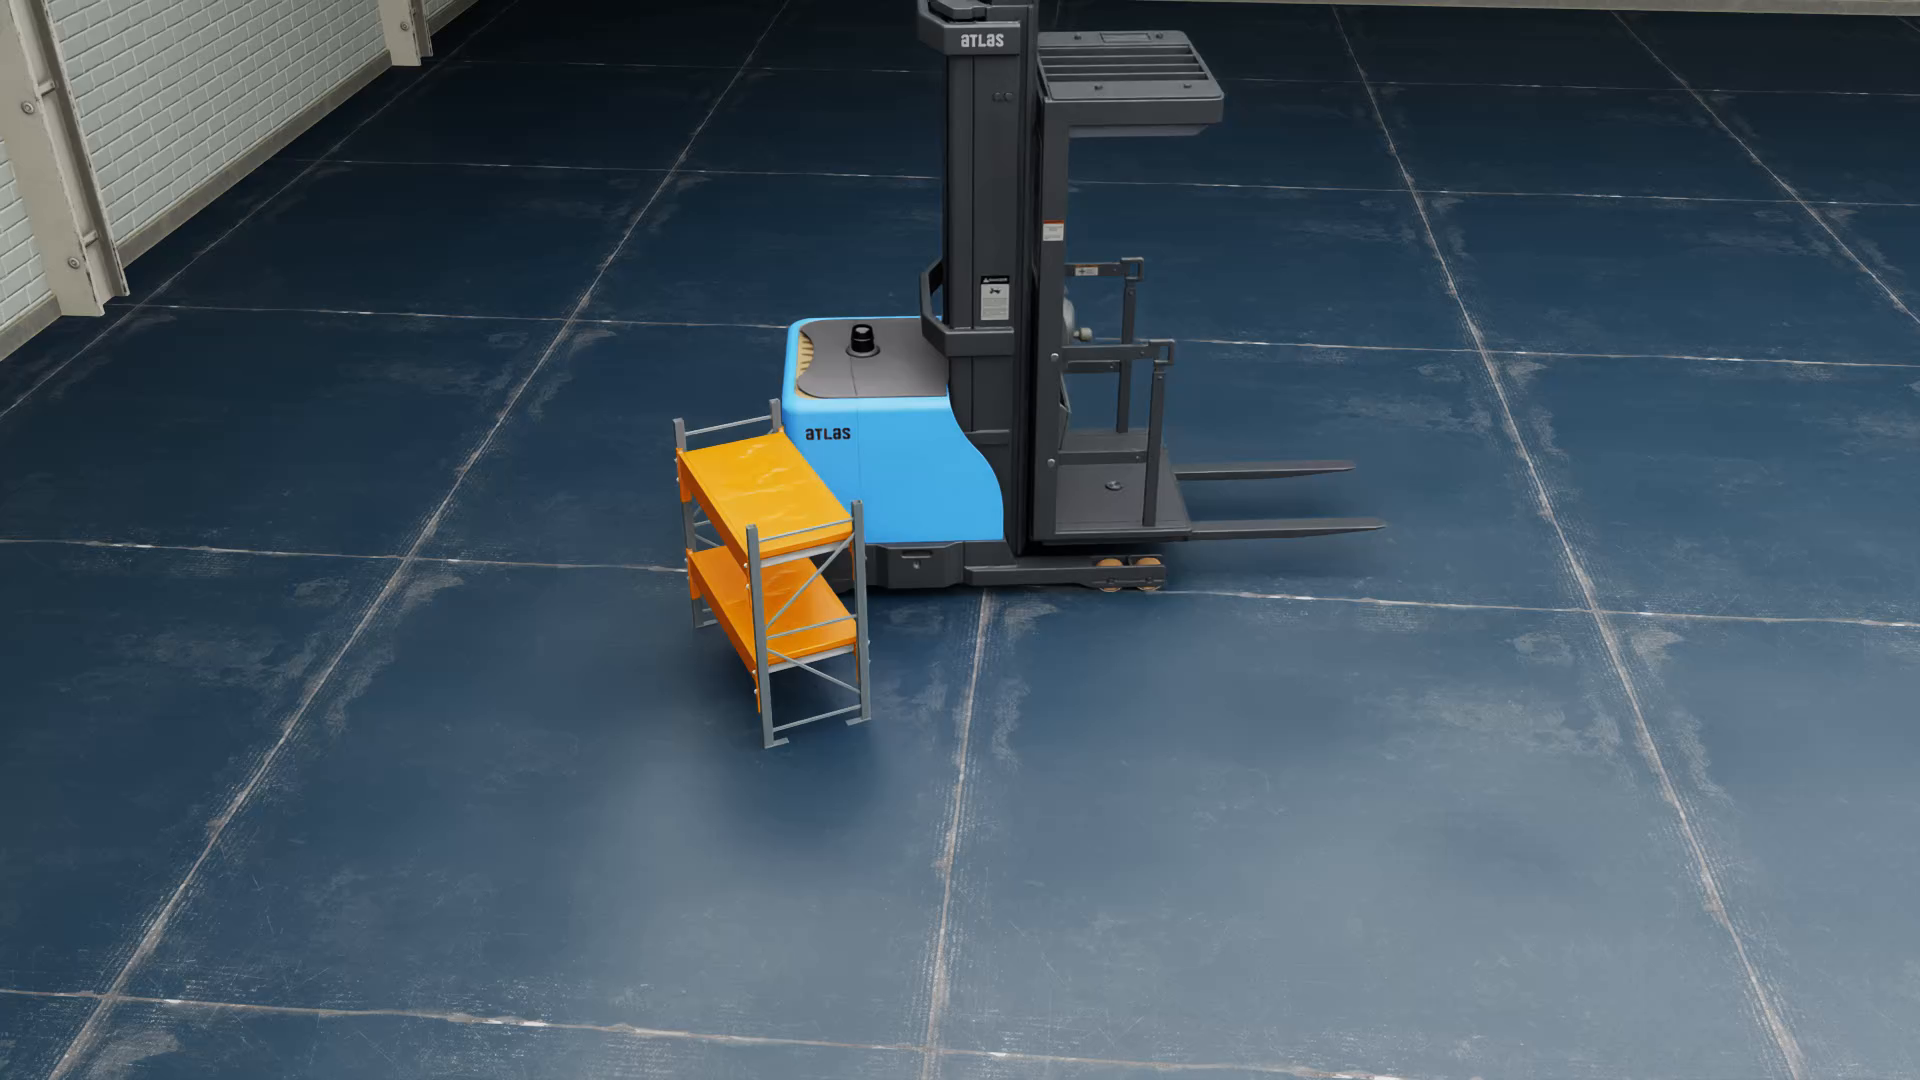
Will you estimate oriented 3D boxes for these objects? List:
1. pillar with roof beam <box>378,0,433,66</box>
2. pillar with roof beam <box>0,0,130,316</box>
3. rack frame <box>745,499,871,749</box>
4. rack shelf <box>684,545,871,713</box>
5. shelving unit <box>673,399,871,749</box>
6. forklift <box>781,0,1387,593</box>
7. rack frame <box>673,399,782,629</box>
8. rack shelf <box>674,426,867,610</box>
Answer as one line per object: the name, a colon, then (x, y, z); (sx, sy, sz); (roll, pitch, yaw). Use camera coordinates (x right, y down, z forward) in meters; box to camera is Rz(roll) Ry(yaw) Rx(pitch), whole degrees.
pillar with roof beam: (-1.141, -8.400, 13.804); (9.100, 9.000, 0.400); (2, 32, 4)
pillar with roof beam: (-1.630, -5.263, 8.713); (9.100, 9.000, 0.400); (2, 32, 4)
rack frame: (-0.632, 0.372, 7.074); (0.500, 1.125, 0.032); (-14, 34, -21)
rack shelf: (-0.846, 0.339, 7.594); (0.538, 0.278, 1.000); (-14, 34, -21)
shelving unit: (-0.846, 0.130, 7.466); (0.538, 1.125, 1.048); (-14, 34, -21)
forklift: (0.639, -1.264, 8.008); (3.031, 2.935, 1.130); (-1, 32, -2)
rack frame: (-1.060, -0.111, 7.859); (0.500, 1.125, 0.032); (-14, 34, -21)
rack shelf: (-0.846, -0.119, 7.313); (0.538, 0.278, 1.000); (-14, 34, -21)
